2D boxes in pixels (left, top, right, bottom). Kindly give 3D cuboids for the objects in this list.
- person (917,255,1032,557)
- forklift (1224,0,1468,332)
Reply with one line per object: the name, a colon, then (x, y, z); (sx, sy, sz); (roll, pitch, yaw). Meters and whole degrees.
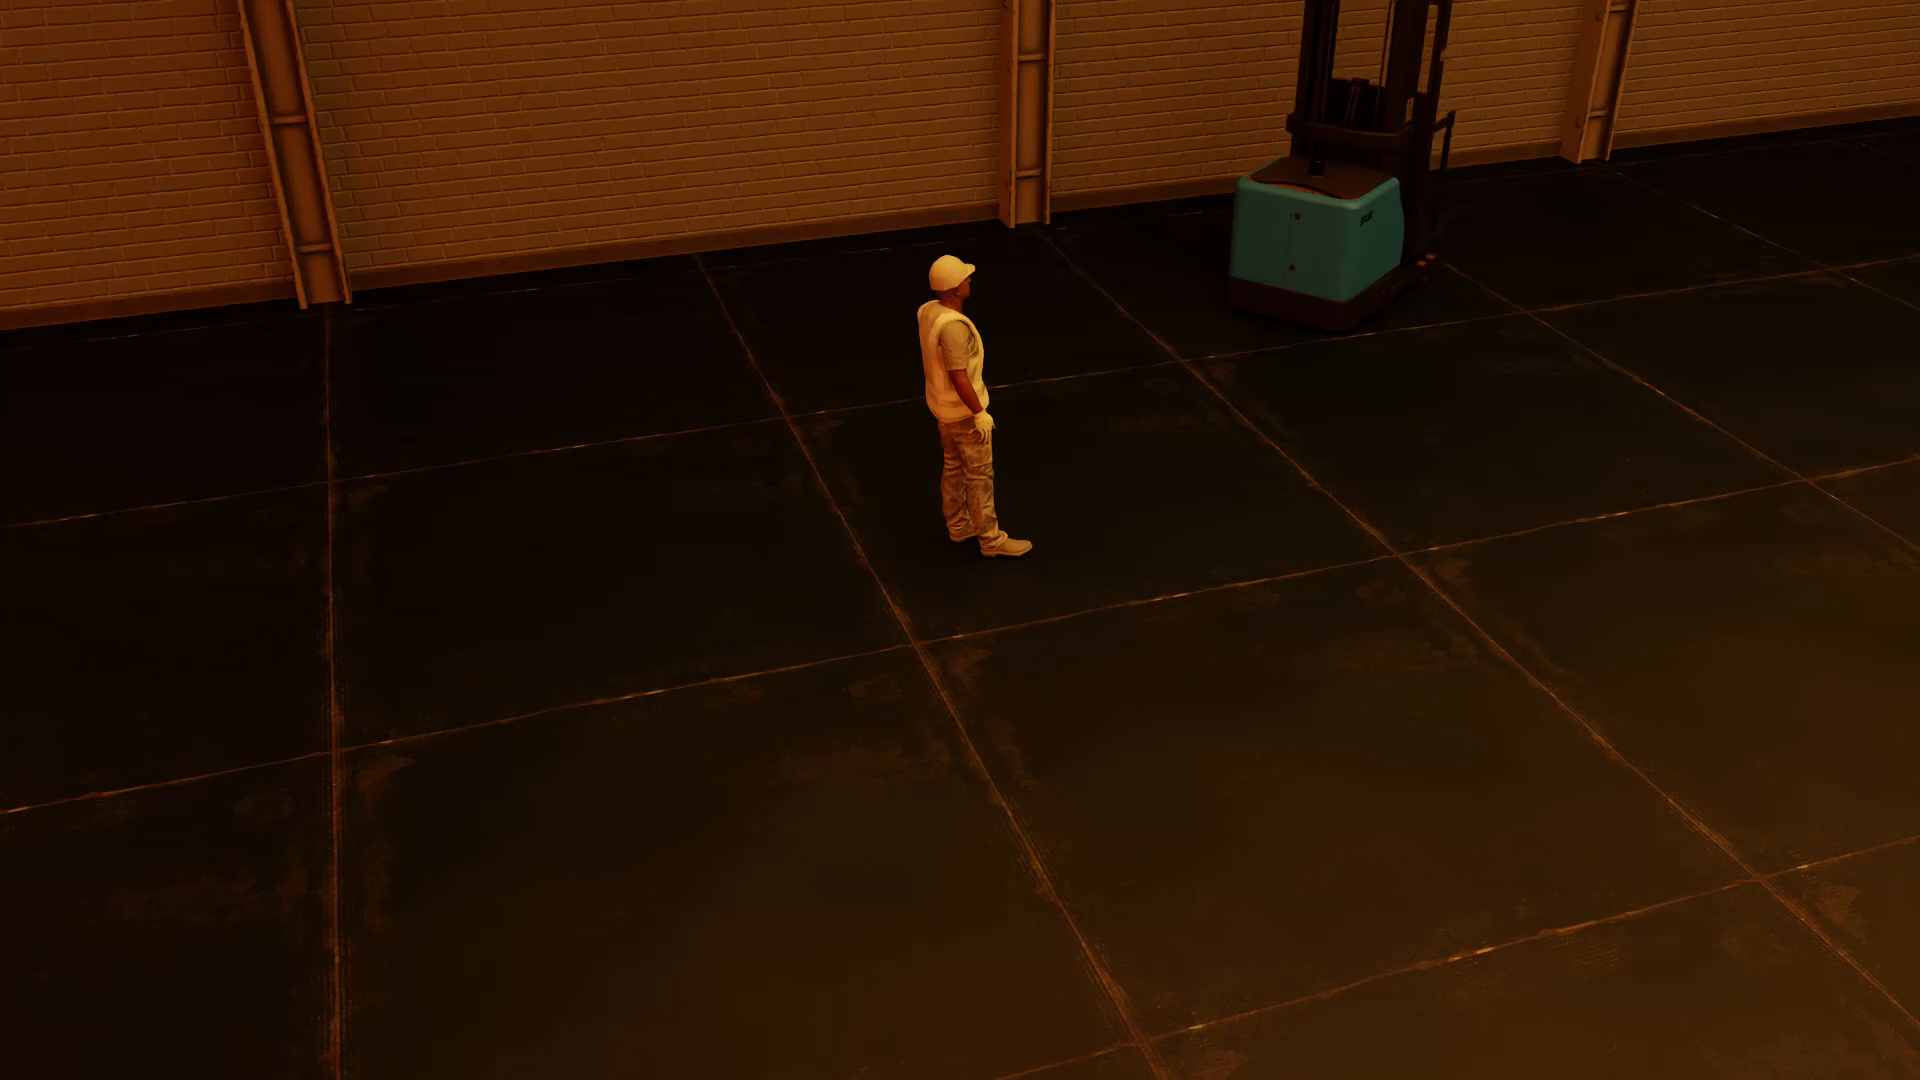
person: (0.072, -0.787, 9.591); (0.574, 1.785, 0.657); (-10, 31, -16)
forklift: (3.352, -3.534, 13.229); (1.130, 2.935, 3.031); (20, 35, 30)
